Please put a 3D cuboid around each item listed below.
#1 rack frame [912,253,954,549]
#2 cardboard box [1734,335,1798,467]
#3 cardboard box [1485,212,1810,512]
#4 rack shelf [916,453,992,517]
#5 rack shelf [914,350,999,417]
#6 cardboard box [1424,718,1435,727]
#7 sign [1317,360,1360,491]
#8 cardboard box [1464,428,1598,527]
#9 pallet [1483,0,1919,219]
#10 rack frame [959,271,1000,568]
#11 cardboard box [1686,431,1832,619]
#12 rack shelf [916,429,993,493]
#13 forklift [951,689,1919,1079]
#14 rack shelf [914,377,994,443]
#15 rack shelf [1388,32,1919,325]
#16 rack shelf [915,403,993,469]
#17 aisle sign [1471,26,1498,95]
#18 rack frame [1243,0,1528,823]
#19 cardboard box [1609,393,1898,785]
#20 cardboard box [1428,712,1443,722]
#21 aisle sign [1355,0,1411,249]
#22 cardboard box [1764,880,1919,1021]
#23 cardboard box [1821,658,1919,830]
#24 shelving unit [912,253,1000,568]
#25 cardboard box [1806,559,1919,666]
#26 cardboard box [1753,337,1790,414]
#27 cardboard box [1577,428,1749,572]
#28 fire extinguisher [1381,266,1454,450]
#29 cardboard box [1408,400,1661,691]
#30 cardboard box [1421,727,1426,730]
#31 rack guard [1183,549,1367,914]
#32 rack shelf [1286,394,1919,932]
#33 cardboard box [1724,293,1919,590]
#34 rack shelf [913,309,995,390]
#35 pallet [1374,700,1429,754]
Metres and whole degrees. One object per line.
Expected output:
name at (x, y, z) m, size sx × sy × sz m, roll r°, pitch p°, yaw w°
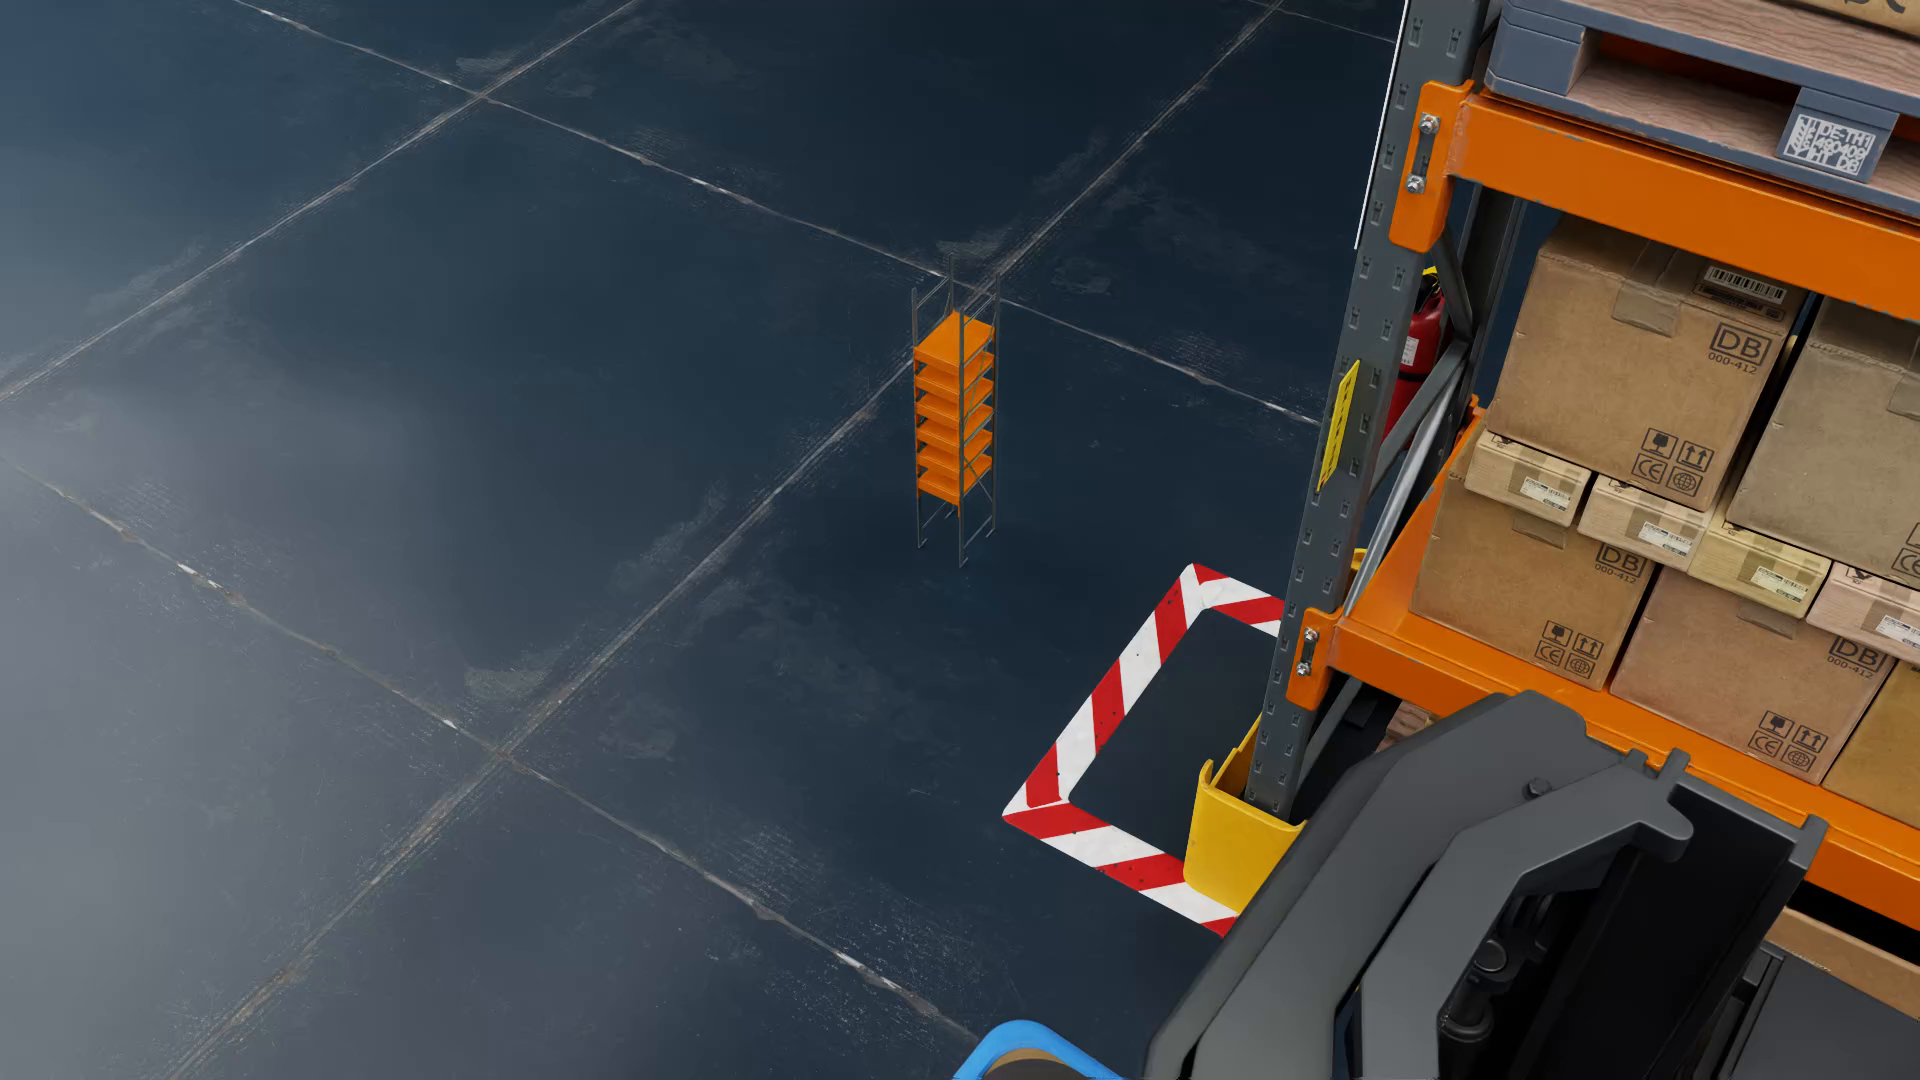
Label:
rack frame at (-0.089, -0.459, 5.860) m, size 0.006 × 1.200 × 0.240 m, roll 25°, pitch 51°, yaw 22°
cardboard box at (2.017, -0.286, 3.915) m, size 0.250 × 0.149 × 0.380 m, roll 24°, pitch 50°, yaw 22°
cardboard box at (1.587, -0.536, 3.705) m, size 0.500 × 0.500 × 0.700 m, roll 25°, pitch 51°, yaw 22°
rack shelf at (-0.012, -0.226, 6.029) m, size 0.180 × 0.103 × 0.258 m, roll 25°, pitch 51°, yaw 22°
rack shelf at (-0.012, -0.560, 5.685) m, size 0.180 × 0.103 × 0.258 m, roll 25°, pitch 51°, yaw 22°
cardboard box at (1.767, 0.583, 5.216) m, size 0.500 × 0.250 × 0.500 m, roll 25°, pitch 51°, yaw 22°
sign at (0.852, -0.254, 3.747) m, size 0.005 × 0.325 × 0.100 m, roll 25°, pitch 51°, yaw 22°
cardboard box at (1.370, -0.237, 3.866) m, size 0.250 × 0.149 × 0.380 m, roll 24°, pitch 51°, yaw 22°
pallet at (1.738, -0.983, 3.084) m, size 1.213 × 0.211 × 1.003 m, roll 25°, pitch 51°, yaw 22°
rack frame at (0.065, -0.388, 5.791) m, size 0.006 × 1.200 × 0.240 m, roll 25°, pitch 51°, yaw 22°
cardboard box at (1.803, -0.039, 3.674) m, size 0.250 × 0.149 × 0.380 m, roll 25°, pitch 51°, yaw 22°
rack shelf at (-0.012, -0.309, 5.943) m, size 0.180 × 0.103 × 0.258 m, roll 25°, pitch 51°, yaw 22°
forklift at (1.009, 1.695, 2.559) m, size 3.031 × 2.935 × 1.130 m, roll 28°, pitch 52°, yaw 25°
rack shelf at (-0.012, -0.476, 5.771) m, size 0.180 × 0.103 × 0.258 m, roll 25°, pitch 51°, yaw 22°
rack shelf at (2.840, -0.278, 2.839) m, size 4.000 × 0.370 × 1.077 m, roll 25°, pitch 51°, yaw 22°
rack shelf at (-0.012, -0.393, 5.857) m, size 0.180 × 0.103 × 0.258 m, roll 25°, pitch 51°, yaw 22°
aisle sign at (1.260, -1.366, 3.674) m, size 0.004 × 0.787 × 0.394 m, roll 25°, pitch 51°, yaw 22°
rack frame at (1.156, -0.258, 4.409) m, size 0.127 × 3.000 × 1.000 m, roll 25°, pitch 51°, yaw 22°
cardboard box at (1.987, 0.096, 3.995) m, size 0.500 × 0.500 × 0.700 m, roll 26°, pitch 51°, yaw 23°
cardboard box at (1.768, 0.321, 4.948) m, size 0.500 × 0.500 × 0.500 m, roll 25°, pitch 51°, yaw 22°
aisle sign at (0.936, -1.004, 3.322) m, size 0.004 × 0.787 × 0.394 m, roll 25°, pitch 51°, yaw 22°
cardboard box at (2.337, 1.013, 4.276) m, size 0.500 × 0.500 × 0.500 m, roll 25°, pitch 51°, yaw 22°
cardboard box at (2.402, 0.292, 3.805) m, size 0.500 × 0.500 × 0.700 m, roll 25°, pitch 51°, yaw 22°
shelving unit at (-0.012, -0.424, 5.825) m, size 0.189 × 1.200 × 0.258 m, roll 25°, pitch 51°, yaw 22°
cardboard box at (2.015, 0.060, 3.578) m, size 0.250 × 0.149 × 0.380 m, roll 24°, pitch 50°, yaw 22°
cardboard box at (1.802, -0.385, 4.011) m, size 0.250 × 0.149 × 0.380 m, roll 26°, pitch 51°, yaw 23°
cardboard box at (1.594, -0.136, 3.769) m, size 0.250 × 0.149 × 0.380 m, roll 23°, pitch 50°, yaw 21°
fire extinguisher at (1.308, -0.557, 4.754) m, size 0.183 × 0.674 × 0.296 m, roll 25°, pitch 51°, yaw 22°
cardboard box at (1.542, -0.104, 4.190) m, size 0.500 × 0.500 × 0.700 m, roll 25°, pitch 51°, yaw 22°
cardboard box at (1.488, 0.896, 4.912) m, size 0.500 × 0.250 × 0.500 m, roll 25°, pitch 51°, yaw 22°
rack guard at (1.136, 0.604, 5.314) m, size 0.348 × 0.500 × 1.175 m, roll 25°, pitch 51°, yaw 22°
rack shelf at (2.840, 0.767, 3.914) m, size 4.000 × 0.370 × 1.077 m, roll 25°, pitch 51°, yaw 22°
cardboard box at (2.033, -0.335, 3.510) m, size 0.500 × 0.500 × 0.700 m, roll 23°, pitch 50°, yaw 21°
rack shelf at (-0.012, -0.644, 5.599) m, size 0.180 × 0.103 × 0.258 m, roll 25°, pitch 51°, yaw 22°
pallet at (1.823, 0.985, 5.146) m, size 1.213 × 0.211 × 1.003 m, roll 25°, pitch 51°, yaw 22°
